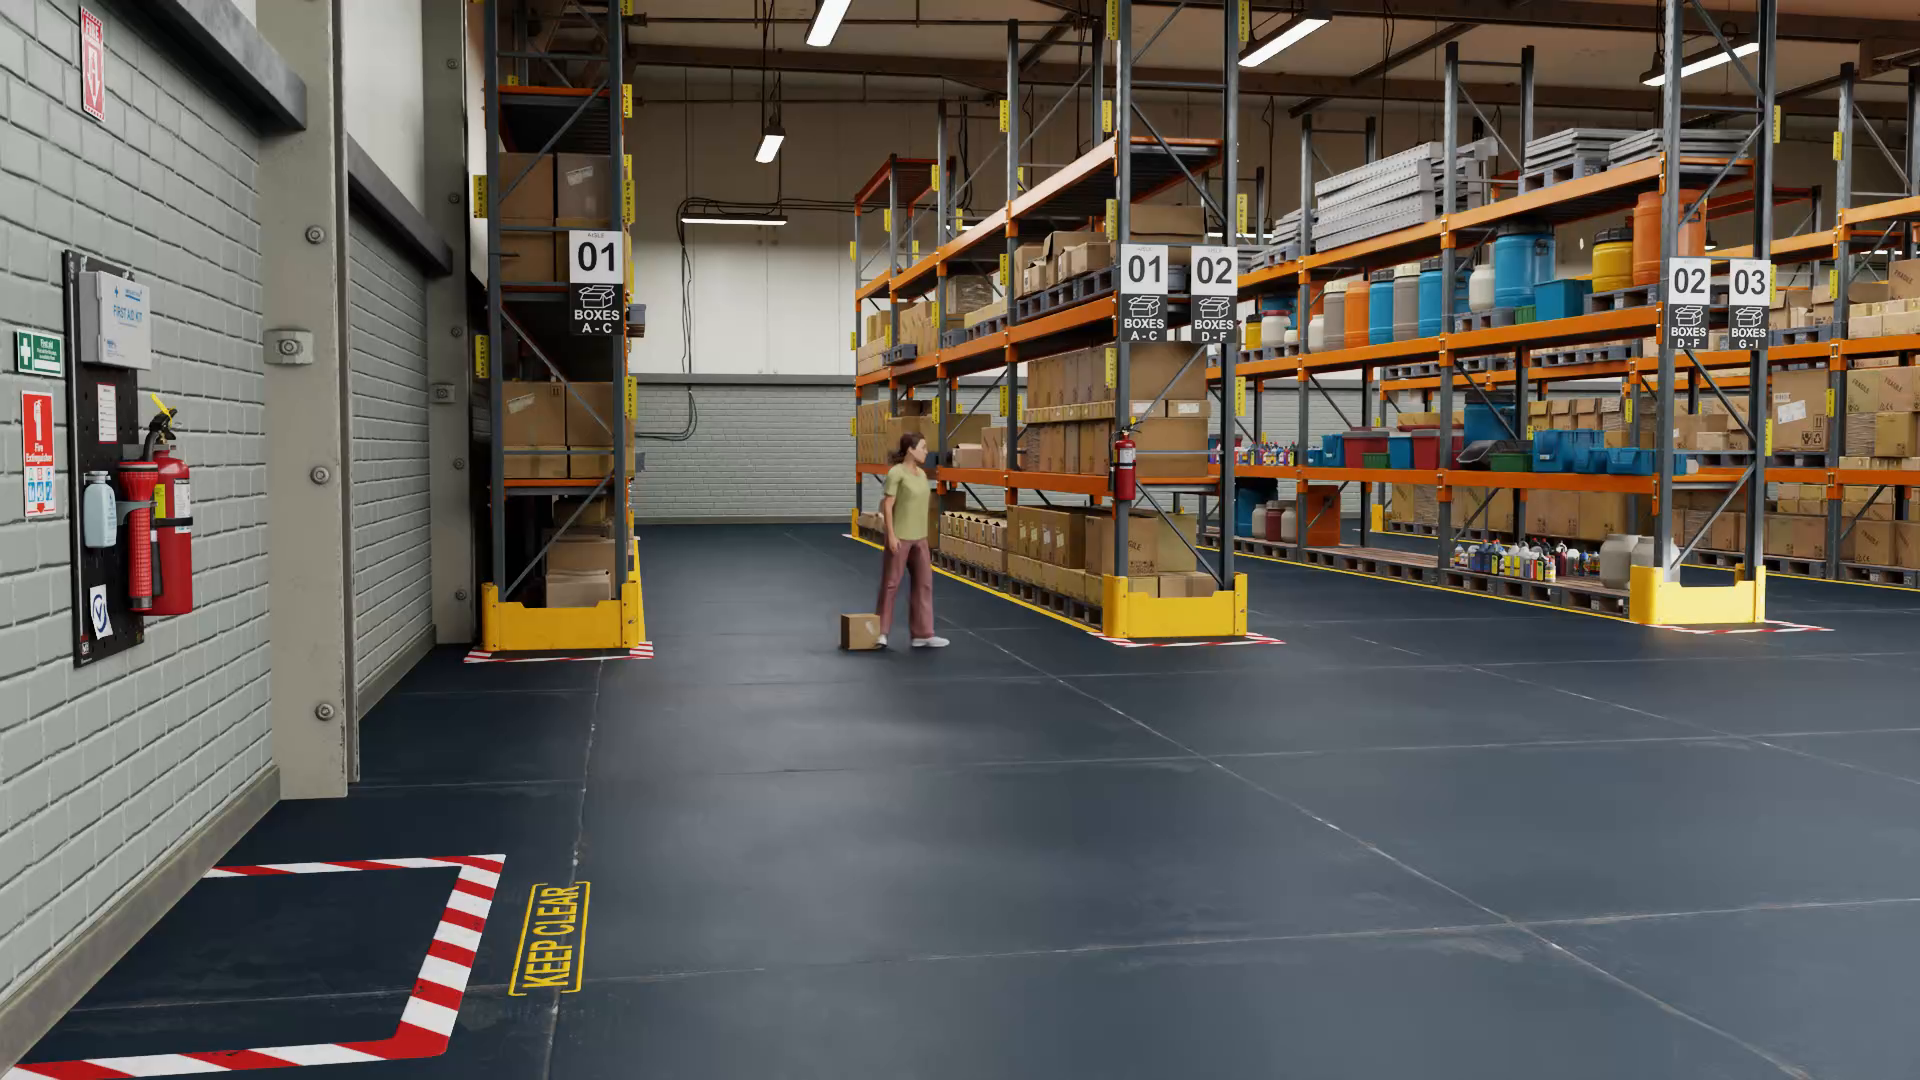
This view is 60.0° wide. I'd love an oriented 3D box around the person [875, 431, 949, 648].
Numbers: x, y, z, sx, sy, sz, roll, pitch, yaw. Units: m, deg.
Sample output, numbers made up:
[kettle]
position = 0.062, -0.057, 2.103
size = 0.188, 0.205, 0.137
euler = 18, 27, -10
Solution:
[person]
position = -0.418, -0.004, 12.847
size = 0.559, 1.670, 0.493
euler = 3, 4, 41
